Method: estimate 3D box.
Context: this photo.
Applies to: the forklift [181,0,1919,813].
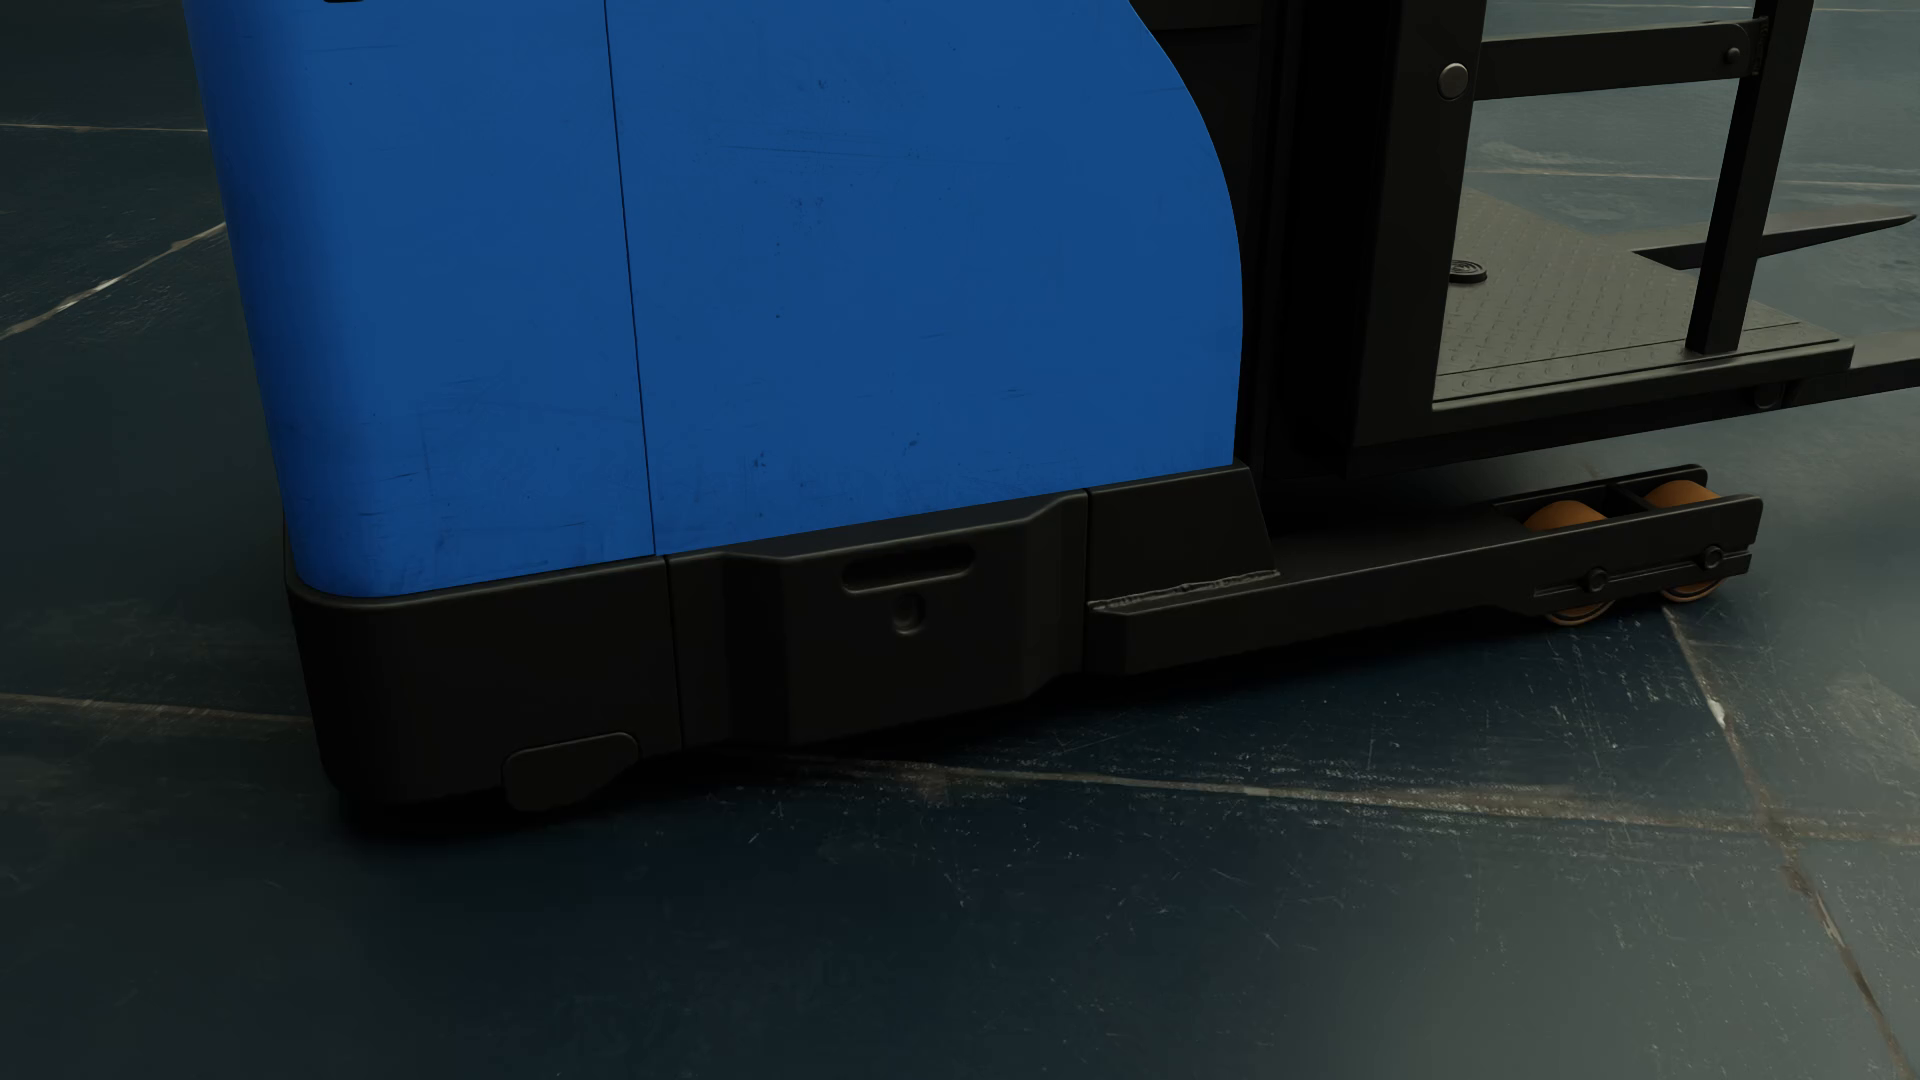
[{"bbox_3d":[0.572,-1.406,2.035,3.031,2.935,1.130,-9,28,-18],"label":"forklift"}]
